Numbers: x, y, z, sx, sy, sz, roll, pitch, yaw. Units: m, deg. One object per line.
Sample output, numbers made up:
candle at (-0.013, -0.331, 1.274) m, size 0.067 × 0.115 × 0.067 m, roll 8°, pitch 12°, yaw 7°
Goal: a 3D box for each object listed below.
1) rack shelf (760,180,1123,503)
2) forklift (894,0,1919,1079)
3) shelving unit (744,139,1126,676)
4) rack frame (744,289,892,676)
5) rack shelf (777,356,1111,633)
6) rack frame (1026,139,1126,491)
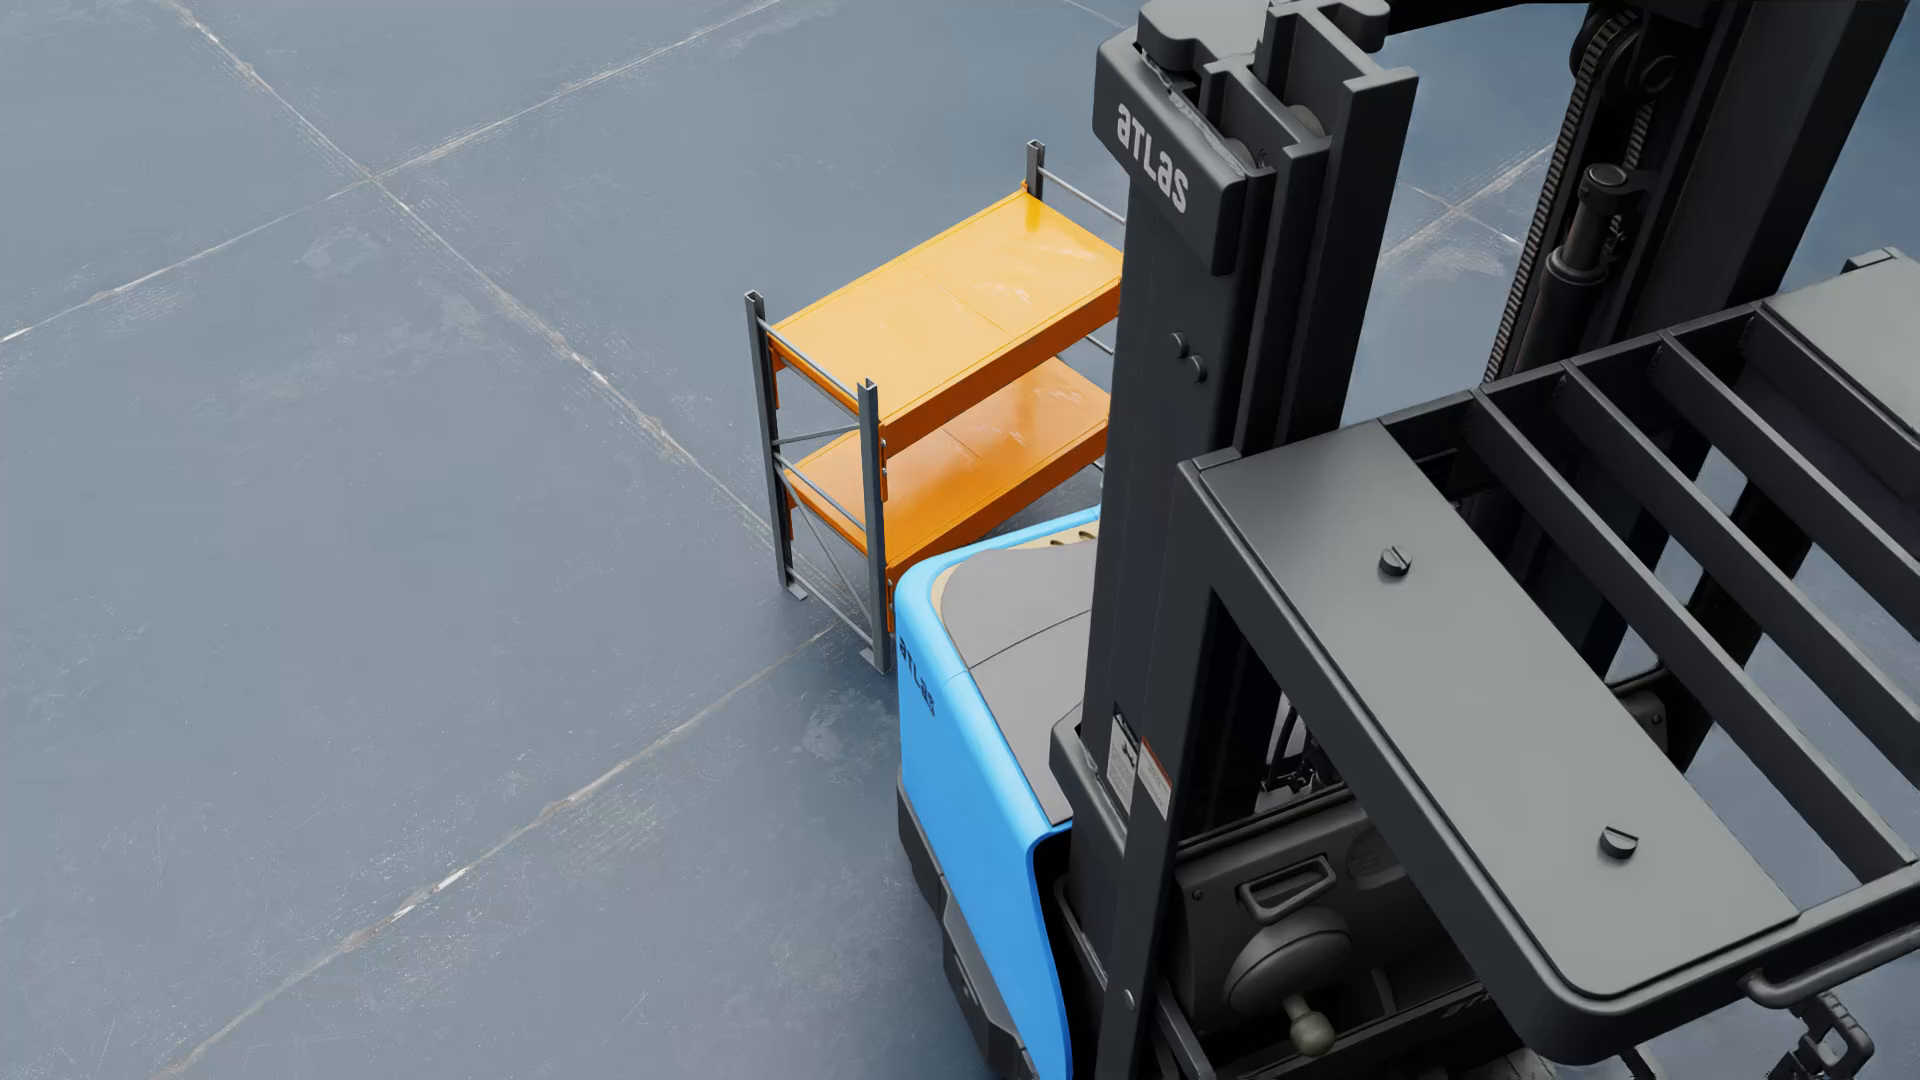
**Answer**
rack shelf at (-0.005, -0.577, 4.618) m, size 1.000 × 0.278 × 0.538 m, roll -34°, pitch 56°, yaw -27°
forklift at (0.871, 0.661, 2.646) m, size 1.130 × 2.935 × 3.031 m, roll -17°, pitch 50°, yaw -15°
shelving unit at (-0.005, -0.378, 4.833) m, size 1.048 × 1.125 × 0.538 m, roll -34°, pitch 56°, yaw -27°
rack frame at (-0.381, -0.127, 4.602) m, size 0.032 × 1.125 × 0.500 m, roll -34°, pitch 56°, yaw -27°
rack shelf at (-0.005, -0.212, 5.013) m, size 1.000 × 0.278 × 0.538 m, roll -34°, pitch 56°, yaw -27°
rack frame at (0.371, -0.629, 5.065) m, size 0.032 × 1.125 × 0.500 m, roll -34°, pitch 56°, yaw -27°
